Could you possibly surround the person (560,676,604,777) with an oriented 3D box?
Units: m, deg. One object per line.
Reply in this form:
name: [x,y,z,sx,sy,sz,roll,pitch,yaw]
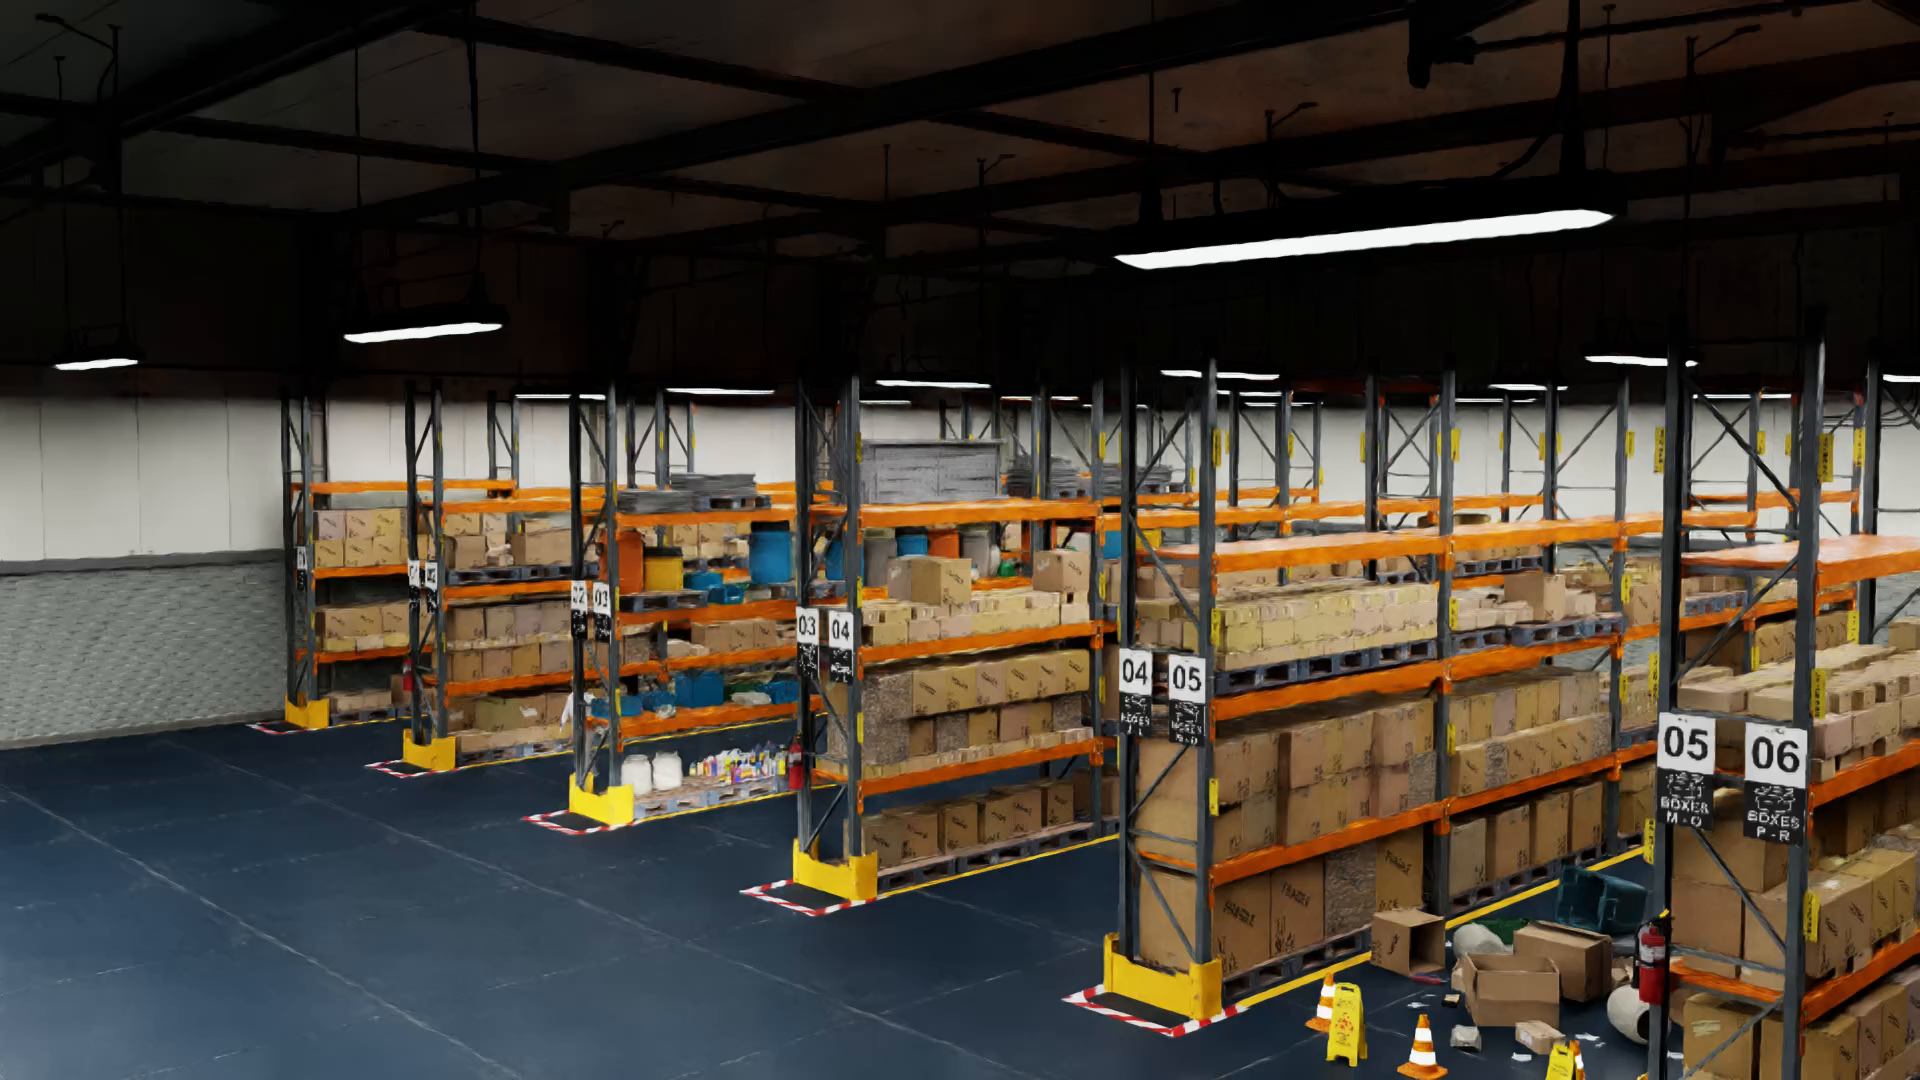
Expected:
person: [-5.523,2.784,24.525,0.630,1.604,0.811,2,4,29]
